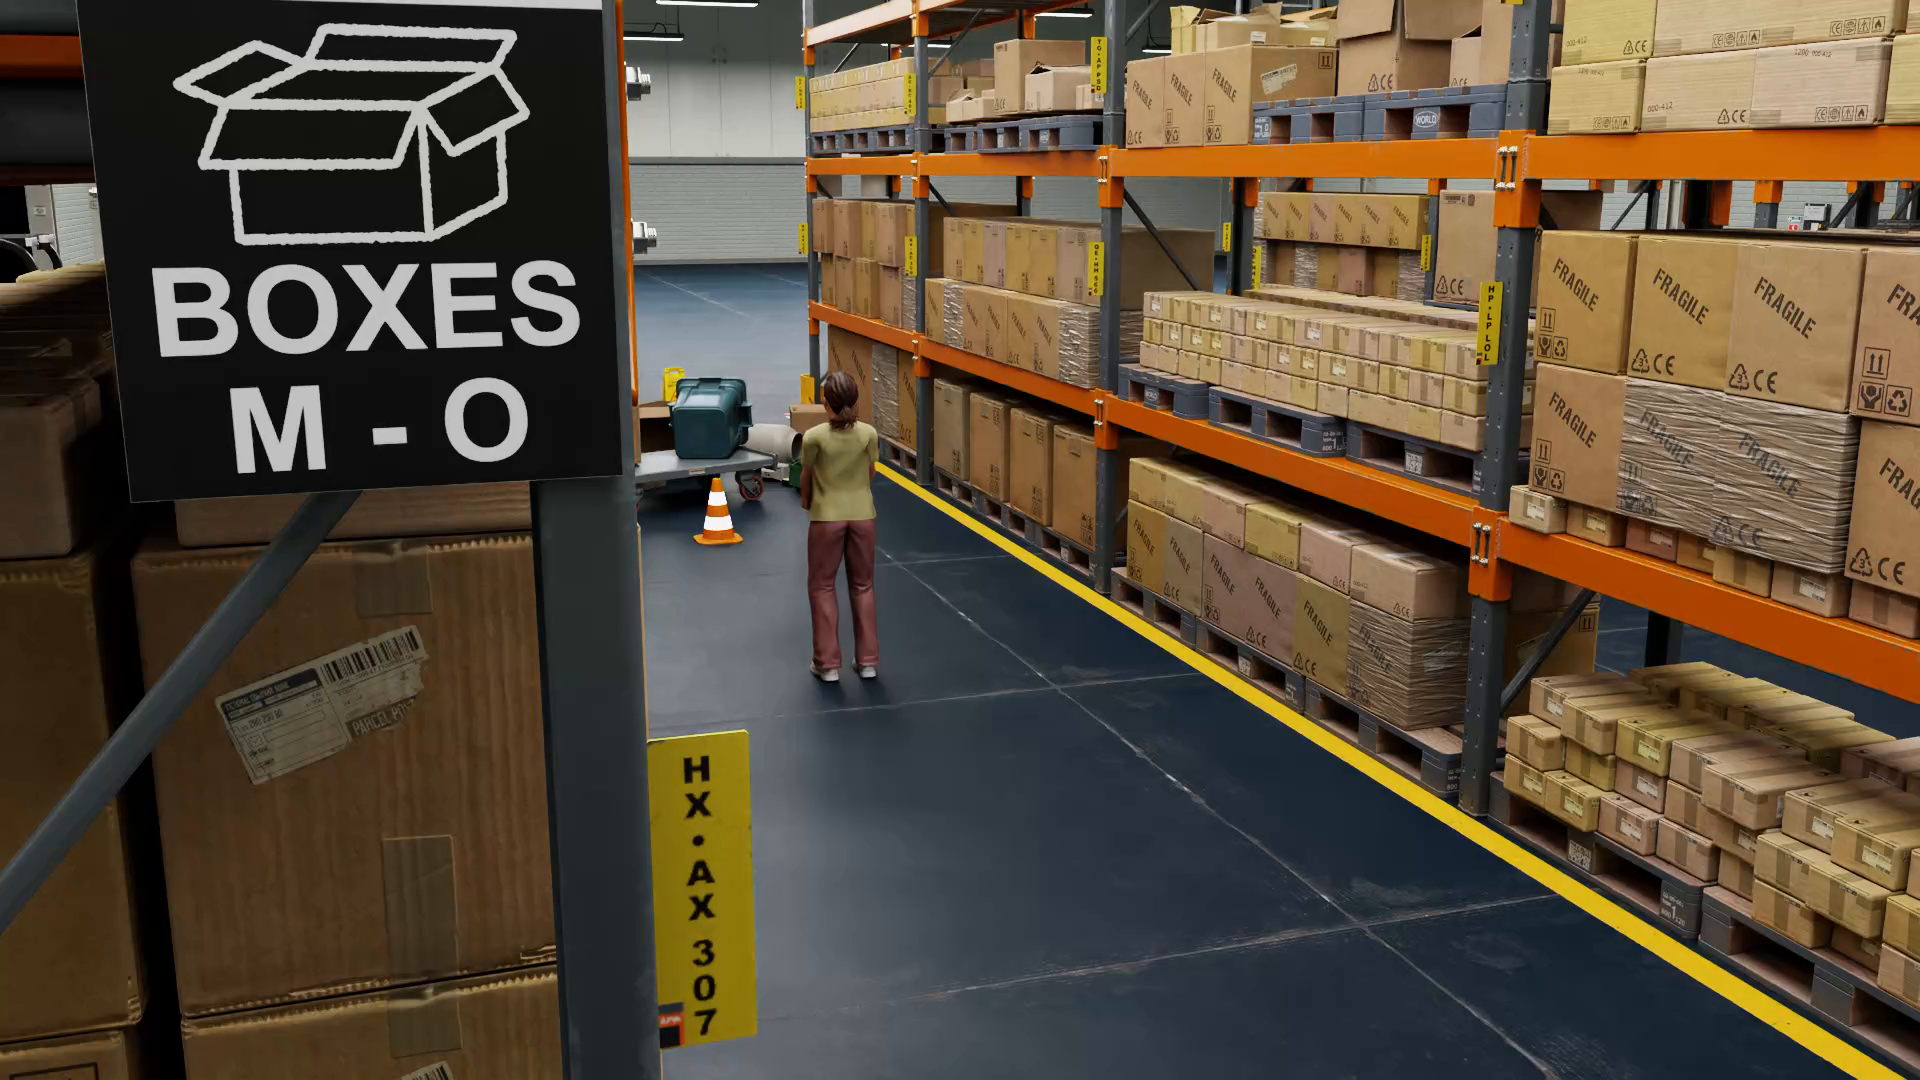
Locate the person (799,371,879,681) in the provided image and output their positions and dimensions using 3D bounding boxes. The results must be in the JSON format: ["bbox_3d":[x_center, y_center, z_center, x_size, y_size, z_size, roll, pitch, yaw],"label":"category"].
[{"bbox_3d":[-0.652,-0.088,8.901,0.426,1.662,0.554,-4,13,-17],"label":"person"}]
